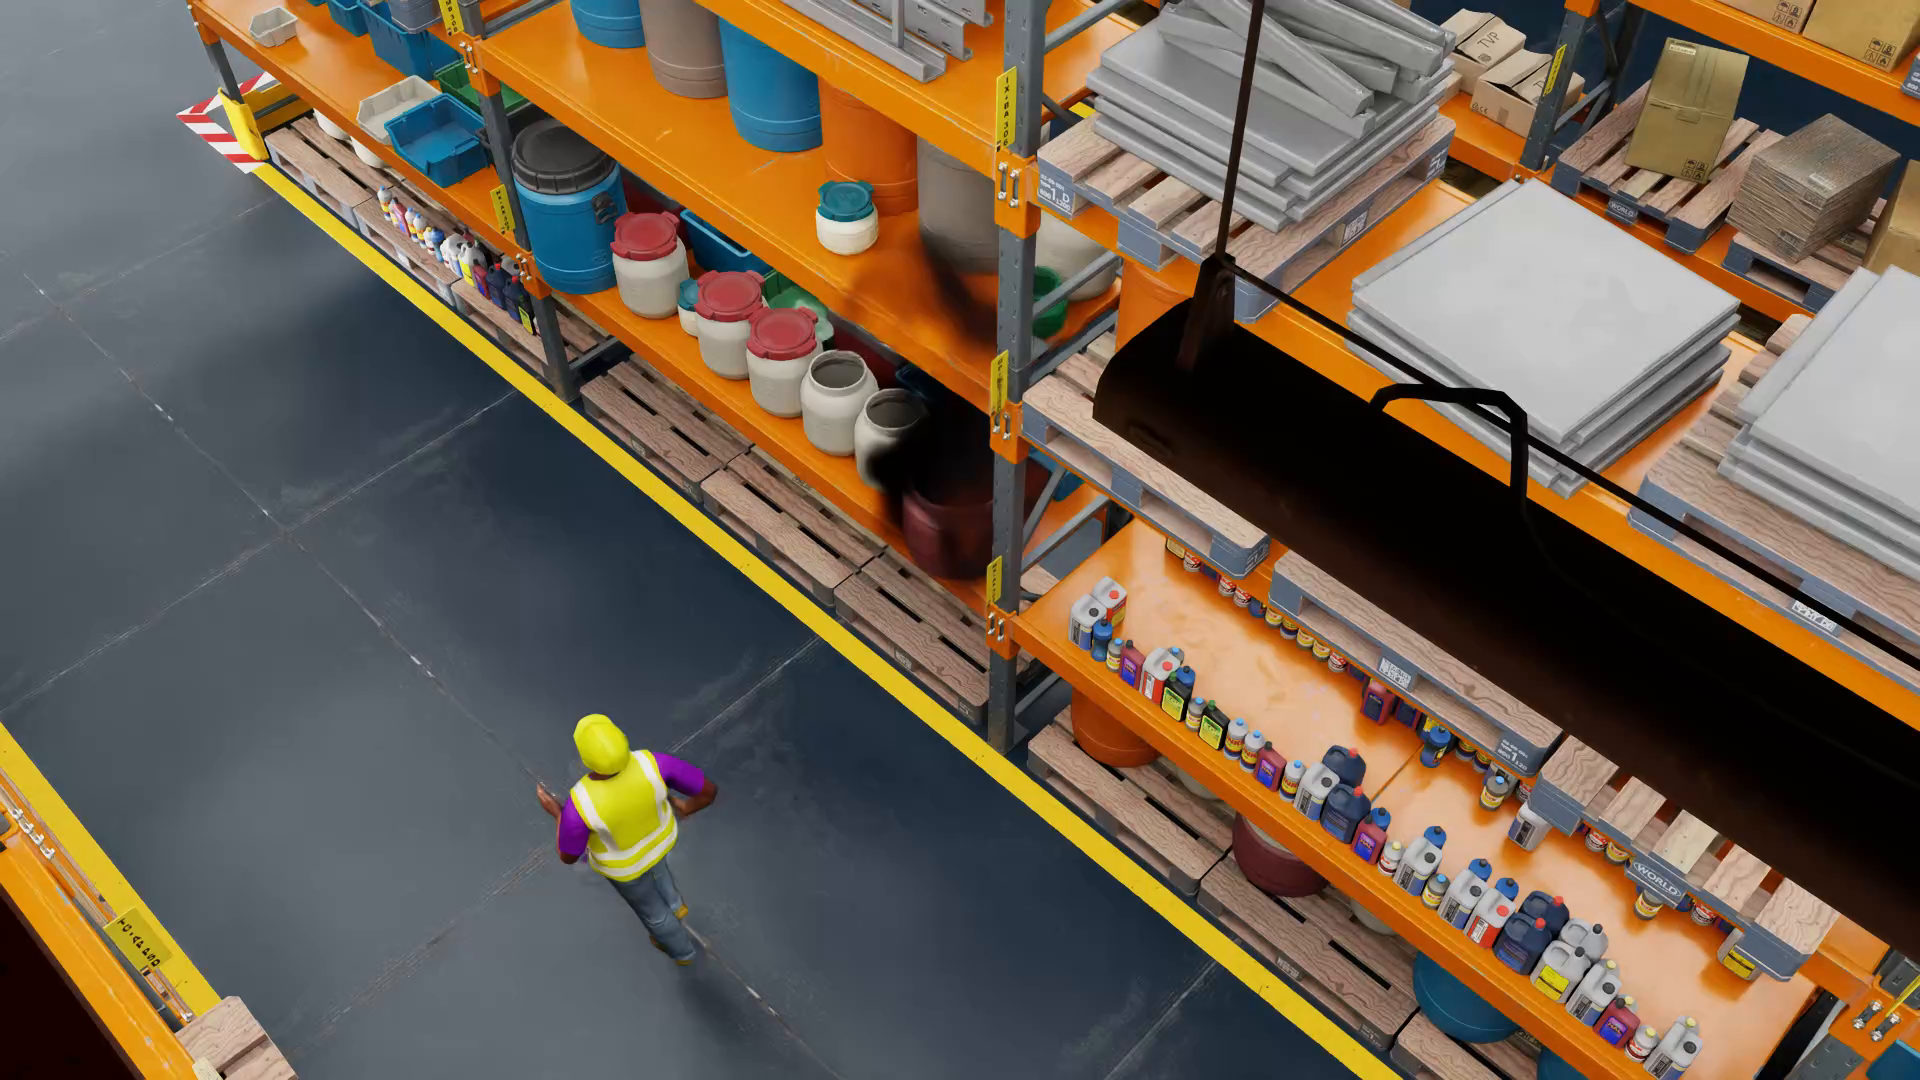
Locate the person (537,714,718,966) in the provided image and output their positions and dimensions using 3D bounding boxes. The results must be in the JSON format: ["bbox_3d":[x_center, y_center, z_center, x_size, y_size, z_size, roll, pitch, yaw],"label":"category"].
[{"bbox_3d":[-1.555,1.384,7.745,0.688,1.811,0.690,36,59,26],"label":"person"}]
